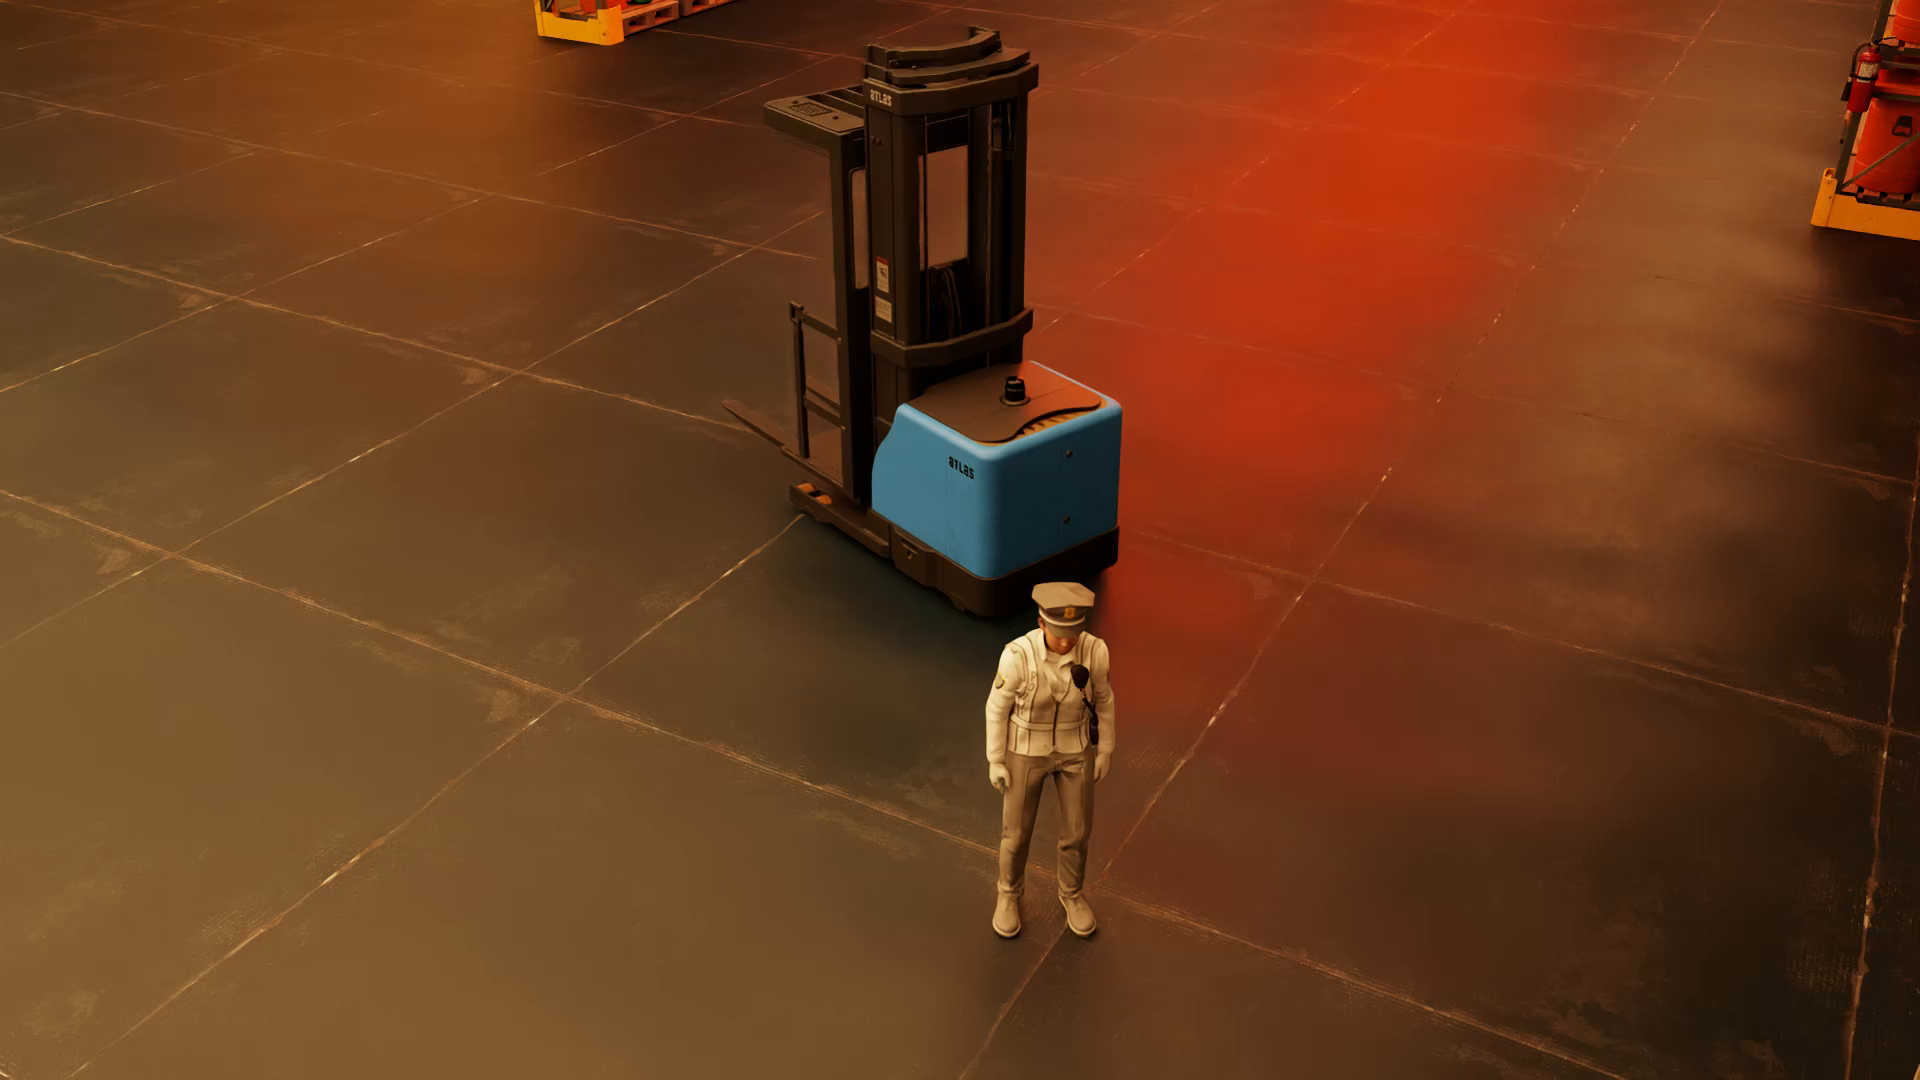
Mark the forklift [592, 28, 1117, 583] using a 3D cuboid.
[{"bbox_3d":[-0.616,-1.282,9.292,3.031,2.935,1.130,2,30,3],"label":"forklift"}]

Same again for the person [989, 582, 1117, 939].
[{"bbox_3d":[0.381,0.886,6.808,0.532,1.662,0.375,-4,30,-7],"label":"person"}]
